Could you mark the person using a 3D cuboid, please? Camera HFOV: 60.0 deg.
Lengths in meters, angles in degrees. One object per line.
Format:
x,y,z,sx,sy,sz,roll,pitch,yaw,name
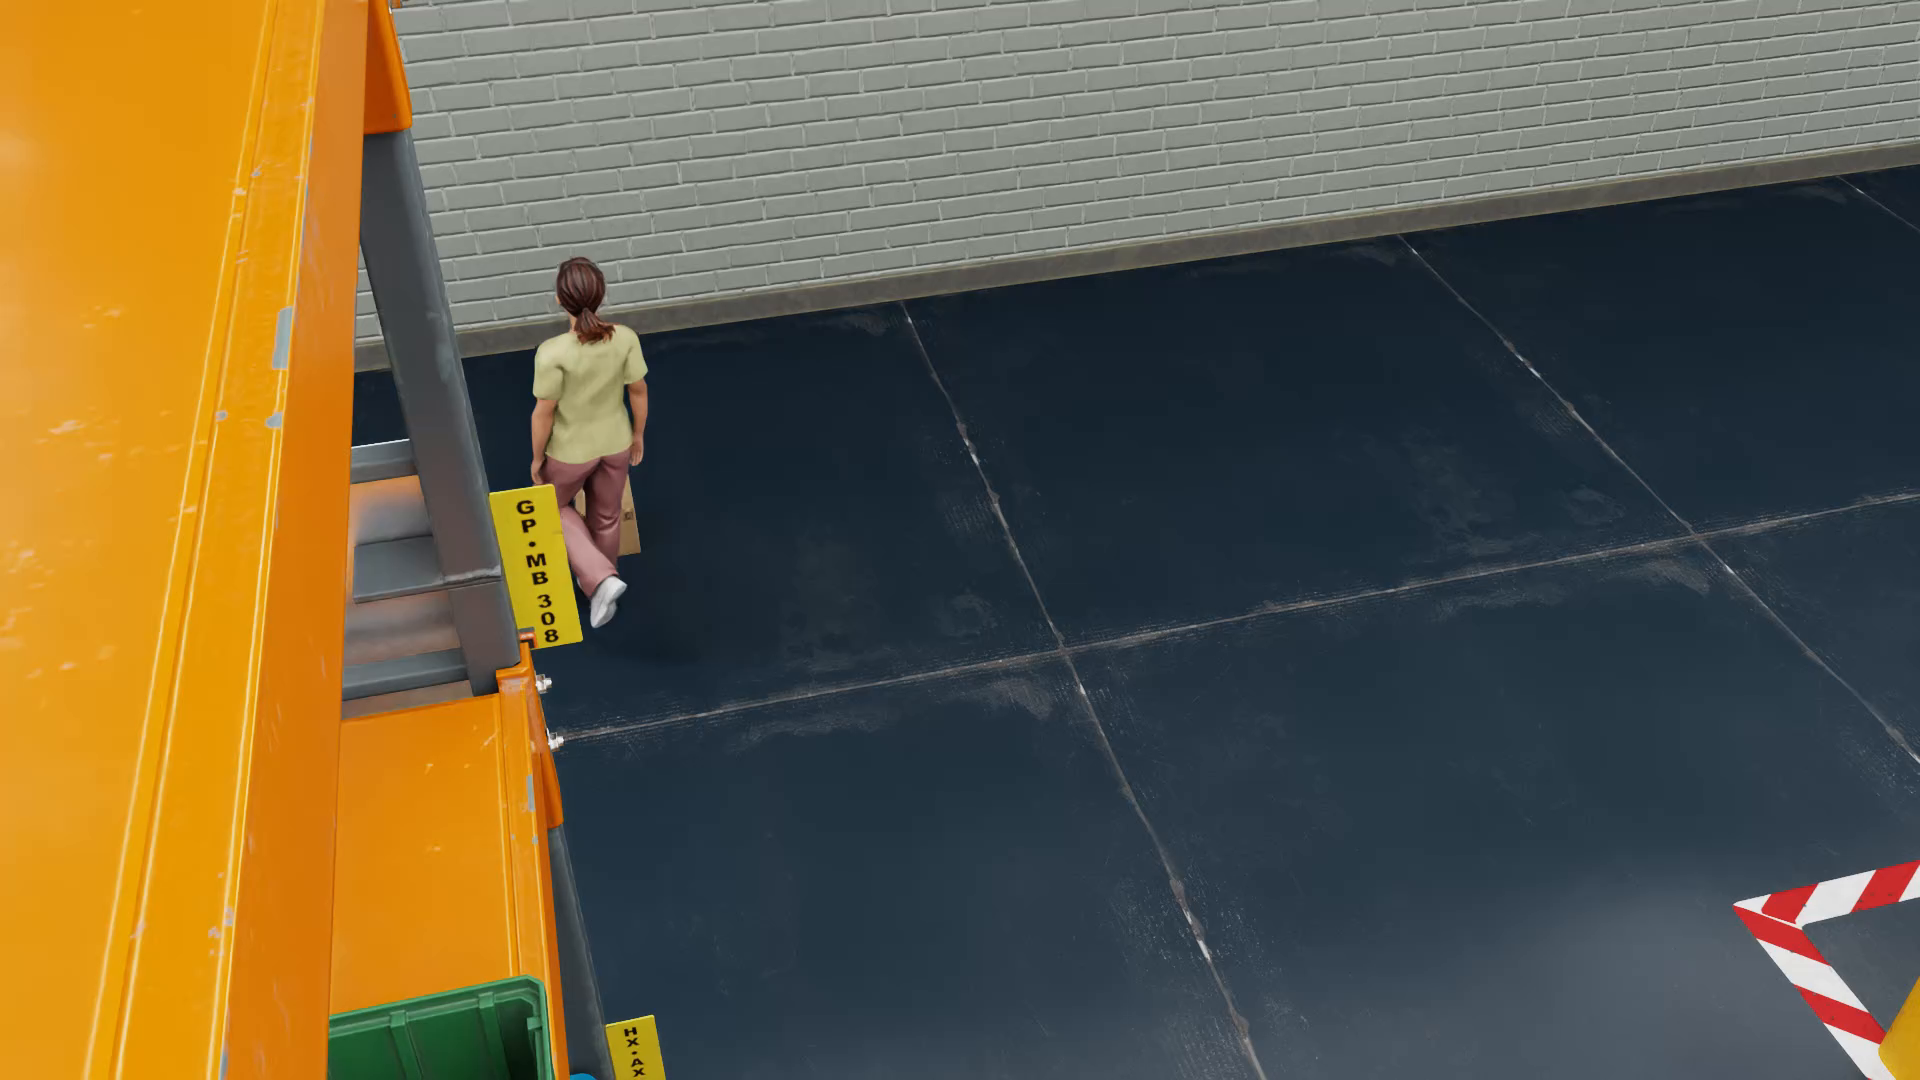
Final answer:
-1.461,-0.360,6.599,0.508,1.666,0.599,-22,43,-25,person
